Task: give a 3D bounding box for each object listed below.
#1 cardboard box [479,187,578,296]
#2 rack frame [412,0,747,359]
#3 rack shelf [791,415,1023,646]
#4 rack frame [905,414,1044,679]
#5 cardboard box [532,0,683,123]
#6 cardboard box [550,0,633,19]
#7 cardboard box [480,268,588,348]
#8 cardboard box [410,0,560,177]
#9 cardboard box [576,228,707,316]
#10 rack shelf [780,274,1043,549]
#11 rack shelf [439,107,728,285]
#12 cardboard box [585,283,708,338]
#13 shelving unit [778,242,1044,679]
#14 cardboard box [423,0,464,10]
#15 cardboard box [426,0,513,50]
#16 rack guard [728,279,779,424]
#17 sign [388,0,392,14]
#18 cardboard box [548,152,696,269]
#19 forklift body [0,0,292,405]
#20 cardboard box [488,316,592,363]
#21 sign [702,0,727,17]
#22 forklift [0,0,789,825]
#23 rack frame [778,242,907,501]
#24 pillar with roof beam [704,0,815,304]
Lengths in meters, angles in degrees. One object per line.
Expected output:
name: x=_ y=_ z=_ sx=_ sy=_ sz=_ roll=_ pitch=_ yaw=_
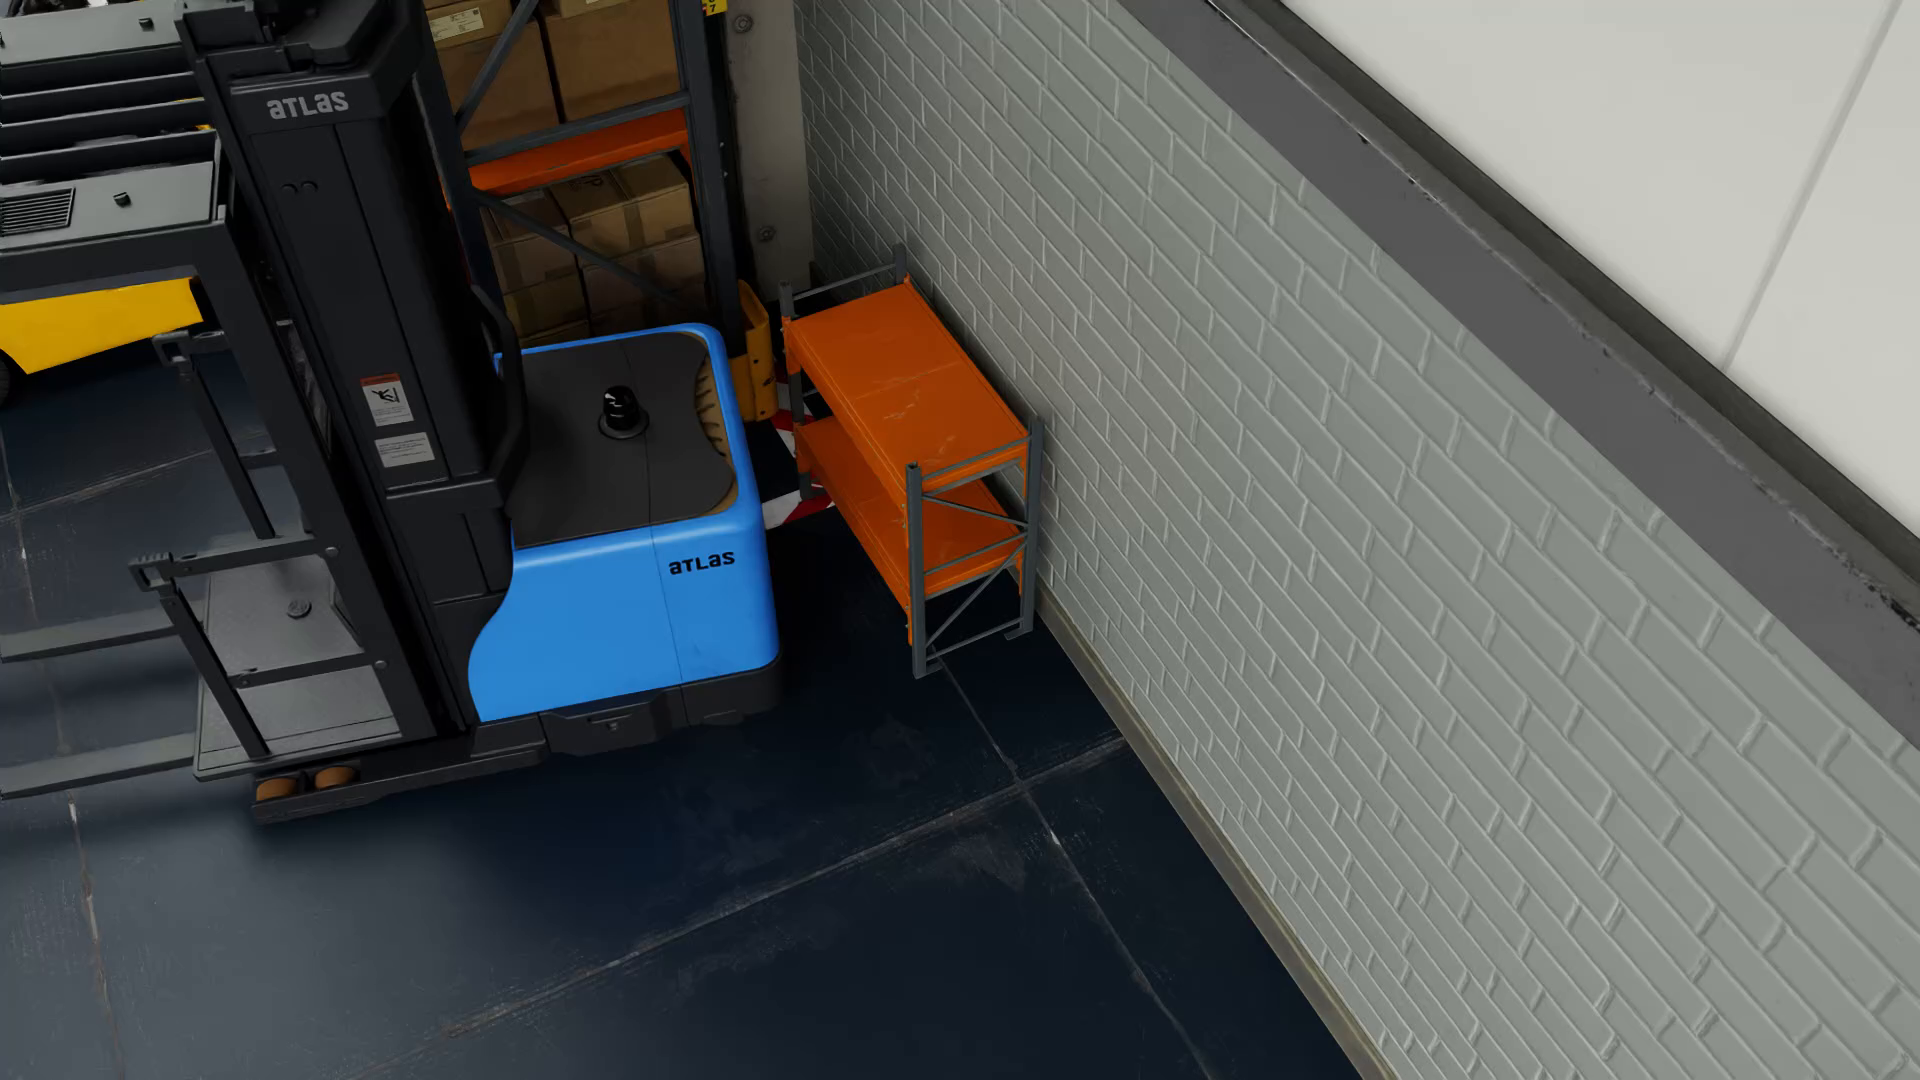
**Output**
cardboard box: x=-1.851 y=-1.227 z=6.606 sx=0.500 sy=0.250 sz=0.500 roll=-20 pitch=52 yaw=-16
rack frame: x=-1.363 y=-1.464 z=5.930 sx=1.000 sy=3.000 sz=0.127 roll=-21 pitch=52 yaw=-18
rack shelf: x=-0.187 y=-0.127 z=6.331 sx=0.538 sy=0.278 sz=1.000 roll=-22 pitch=52 yaw=-18
rack frame: x=0.051 y=0.050 z=5.851 sx=0.500 sy=1.125 sz=0.032 roll=-22 pitch=52 yaw=-18
cardboard box: x=-1.343 y=-1.924 z=6.266 sx=0.500 sy=0.500 sz=0.500 roll=-20 pitch=52 yaw=-16
cardboard box: x=-1.288 y=-2.027 z=5.925 sx=0.380 sy=0.149 sz=0.250 roll=-22 pitch=53 yaw=-18
cardboard box: x=-1.864 y=-1.080 z=6.810 sx=0.500 sy=0.250 sz=0.500 roll=-22 pitch=52 yaw=-18
cardboard box: x=-1.822 y=-1.736 z=6.102 sx=0.500 sy=0.500 sz=0.500 roll=-22 pitch=52 yaw=-18
cardboard box: x=-1.394 y=-1.248 z=6.957 sx=0.500 sy=0.250 sz=0.500 roll=-20 pitch=52 yaw=-17
rack shelf: x=-0.187 y=-0.480 z=5.927 sx=0.538 sy=0.278 sz=1.000 roll=-22 pitch=52 yaw=-18
rack shelf: x=-2.278 y=-2.566 z=7.372 sx=1.077 sy=0.370 sz=4.000 roll=-21 pitch=52 yaw=-18
cardboard box: x=-1.414 y=-1.093 z=7.154 sx=0.500 sy=0.250 sz=0.500 roll=-21 pitch=52 yaw=-17
shelving unit: x=-0.187 y=-0.288 z=6.147 sx=0.538 sy=1.125 sz=1.048 roll=-22 pitch=52 yaw=-18
cardboard box: x=-1.714 y=-1.976 z=5.683 sx=0.380 sy=0.149 sz=0.250 roll=-21 pitch=52 yaw=-17
cardboard box: x=-1.771 y=-1.846 z=5.767 sx=0.380 sy=0.149 sz=0.250 roll=-20 pitch=52 yaw=-17
rack guard: x=-1.352 y=-0.625 z=6.857 sx=1.175 sy=0.500 sz=0.348 roll=-21 pitch=52 yaw=-18
sign: x=-1.852 y=-1.746 z=5.250 sx=0.100 sy=0.325 sz=0.005 roll=-21 pitch=52 yaw=-18
cardboard box: x=-1.415 y=-1.413 z=6.769 sx=0.500 sy=0.250 sz=0.500 roll=-22 pitch=52 yaw=-18
forklift body: x=-3.853 y=-1.825 z=6.810 sx=2.313 sy=2.155 sz=1.214 roll=-21 pitch=52 yaw=-18
cardboard box: x=-1.859 y=-0.903 z=6.987 sx=0.500 sy=0.250 sz=0.500 roll=-21 pitch=52 yaw=-17
sign: x=-0.867 y=-1.962 z=5.738 sx=0.100 sy=0.325 sz=0.005 roll=-21 pitch=52 yaw=-18
forklift: x=-2.199 y=-0.428 z=5.070 sx=3.031 sy=2.935 sz=1.130 roll=-11 pitch=50 yaw=-9
rack frame: x=-0.426 y=-0.626 z=6.442 sx=0.500 sy=1.125 sz=0.032 roll=-22 pitch=52 yaw=-18
pillar with roof beam: x=-4.708 y=-2.733 z=3.054 sx=9.100 sy=9.000 sz=0.400 roll=-21 pitch=52 yaw=-18
